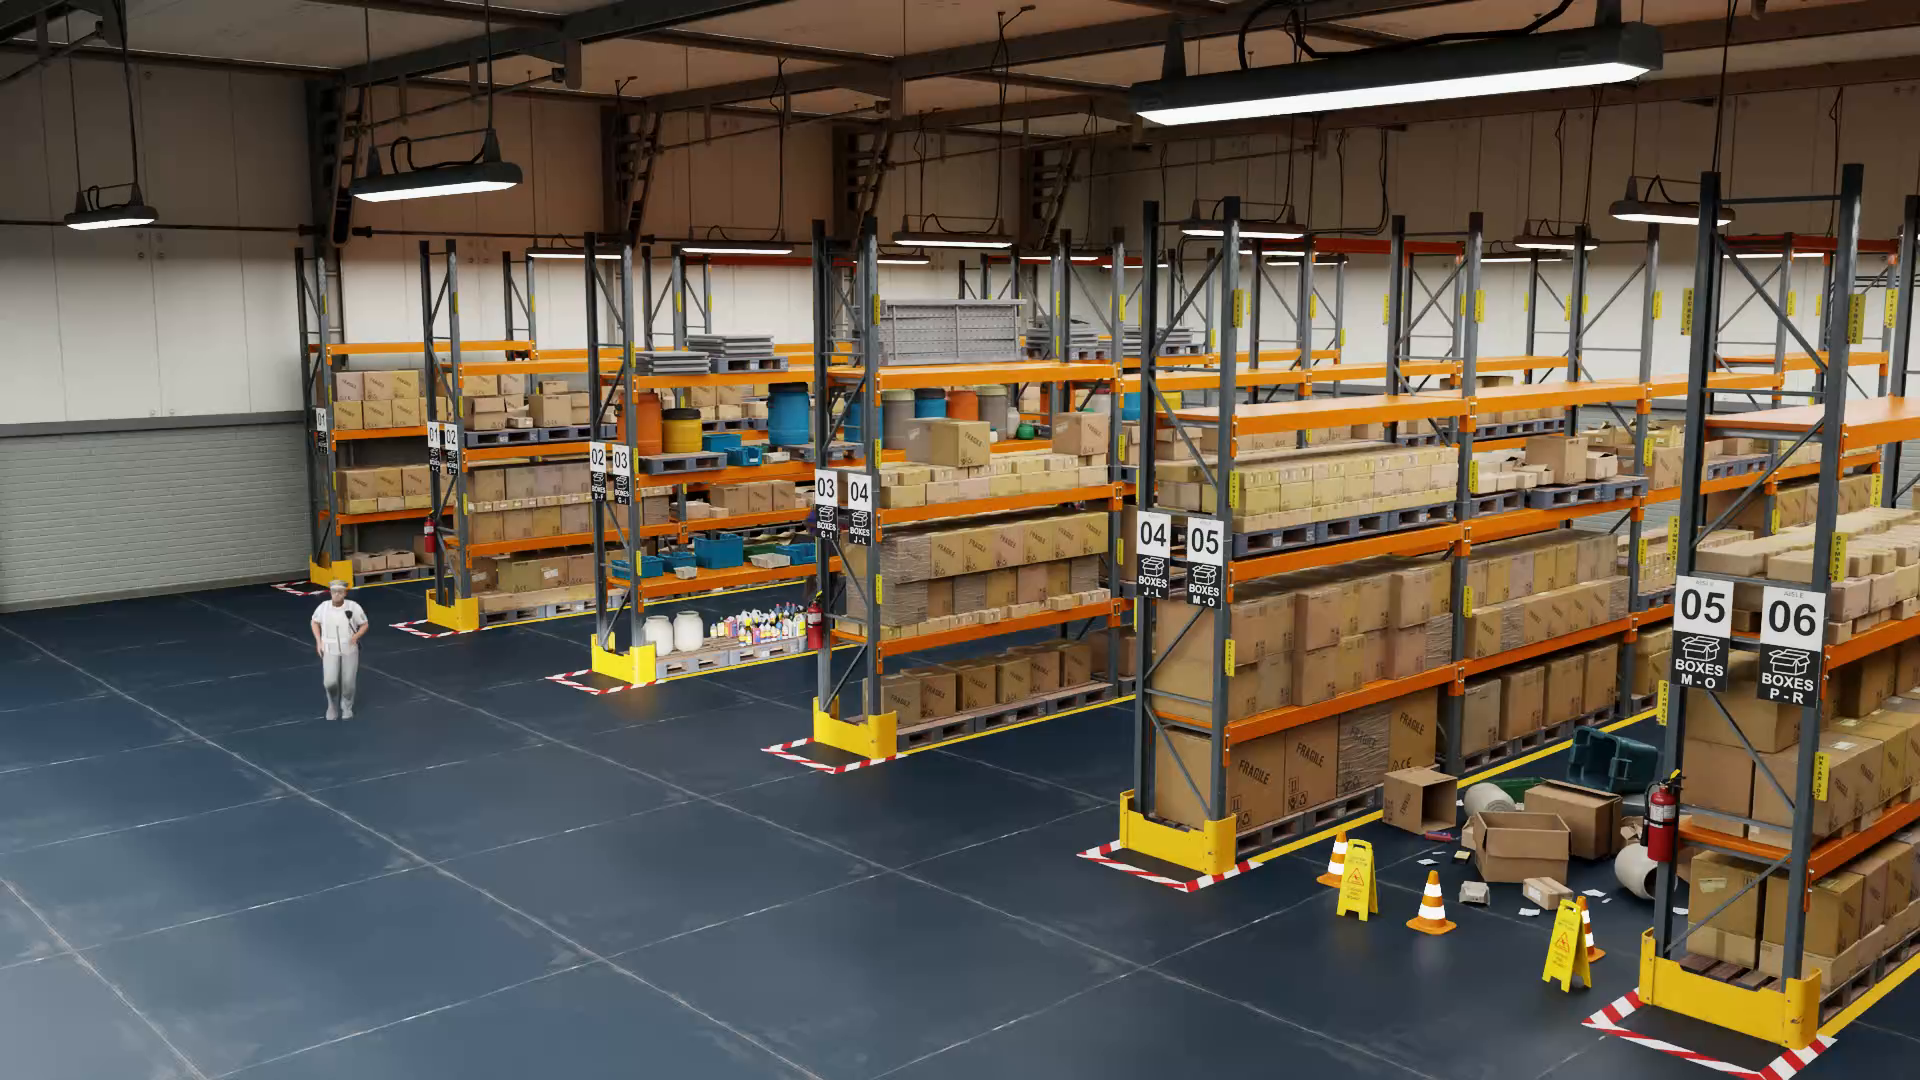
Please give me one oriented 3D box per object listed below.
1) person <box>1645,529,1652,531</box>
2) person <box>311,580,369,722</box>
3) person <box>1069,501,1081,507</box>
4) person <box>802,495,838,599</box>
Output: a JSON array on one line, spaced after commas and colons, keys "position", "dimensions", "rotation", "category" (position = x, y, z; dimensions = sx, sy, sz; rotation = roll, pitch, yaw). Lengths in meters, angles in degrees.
[{"position": [10.760, 0.619, 25.687], "dimensions": [0.970, 1.637, 0.691], "rotation": [-7, 11, -41], "category": "person"}, {"position": [-7.521, 1.354, 20.210], "dimensions": [0.662, 1.770, 0.661], "rotation": [-3, 9, -18], "category": "person"}, {"position": [2.007, -0.466, 32.615], "dimensions": [0.618, 1.702, 0.935], "rotation": [6, 10, 37], "category": "person"}, {"position": [-2.321, 0.063, 27.317], "dimensions": [0.547, 1.749, 0.724], "rotation": [6, 10, 34], "category": "person"}]
